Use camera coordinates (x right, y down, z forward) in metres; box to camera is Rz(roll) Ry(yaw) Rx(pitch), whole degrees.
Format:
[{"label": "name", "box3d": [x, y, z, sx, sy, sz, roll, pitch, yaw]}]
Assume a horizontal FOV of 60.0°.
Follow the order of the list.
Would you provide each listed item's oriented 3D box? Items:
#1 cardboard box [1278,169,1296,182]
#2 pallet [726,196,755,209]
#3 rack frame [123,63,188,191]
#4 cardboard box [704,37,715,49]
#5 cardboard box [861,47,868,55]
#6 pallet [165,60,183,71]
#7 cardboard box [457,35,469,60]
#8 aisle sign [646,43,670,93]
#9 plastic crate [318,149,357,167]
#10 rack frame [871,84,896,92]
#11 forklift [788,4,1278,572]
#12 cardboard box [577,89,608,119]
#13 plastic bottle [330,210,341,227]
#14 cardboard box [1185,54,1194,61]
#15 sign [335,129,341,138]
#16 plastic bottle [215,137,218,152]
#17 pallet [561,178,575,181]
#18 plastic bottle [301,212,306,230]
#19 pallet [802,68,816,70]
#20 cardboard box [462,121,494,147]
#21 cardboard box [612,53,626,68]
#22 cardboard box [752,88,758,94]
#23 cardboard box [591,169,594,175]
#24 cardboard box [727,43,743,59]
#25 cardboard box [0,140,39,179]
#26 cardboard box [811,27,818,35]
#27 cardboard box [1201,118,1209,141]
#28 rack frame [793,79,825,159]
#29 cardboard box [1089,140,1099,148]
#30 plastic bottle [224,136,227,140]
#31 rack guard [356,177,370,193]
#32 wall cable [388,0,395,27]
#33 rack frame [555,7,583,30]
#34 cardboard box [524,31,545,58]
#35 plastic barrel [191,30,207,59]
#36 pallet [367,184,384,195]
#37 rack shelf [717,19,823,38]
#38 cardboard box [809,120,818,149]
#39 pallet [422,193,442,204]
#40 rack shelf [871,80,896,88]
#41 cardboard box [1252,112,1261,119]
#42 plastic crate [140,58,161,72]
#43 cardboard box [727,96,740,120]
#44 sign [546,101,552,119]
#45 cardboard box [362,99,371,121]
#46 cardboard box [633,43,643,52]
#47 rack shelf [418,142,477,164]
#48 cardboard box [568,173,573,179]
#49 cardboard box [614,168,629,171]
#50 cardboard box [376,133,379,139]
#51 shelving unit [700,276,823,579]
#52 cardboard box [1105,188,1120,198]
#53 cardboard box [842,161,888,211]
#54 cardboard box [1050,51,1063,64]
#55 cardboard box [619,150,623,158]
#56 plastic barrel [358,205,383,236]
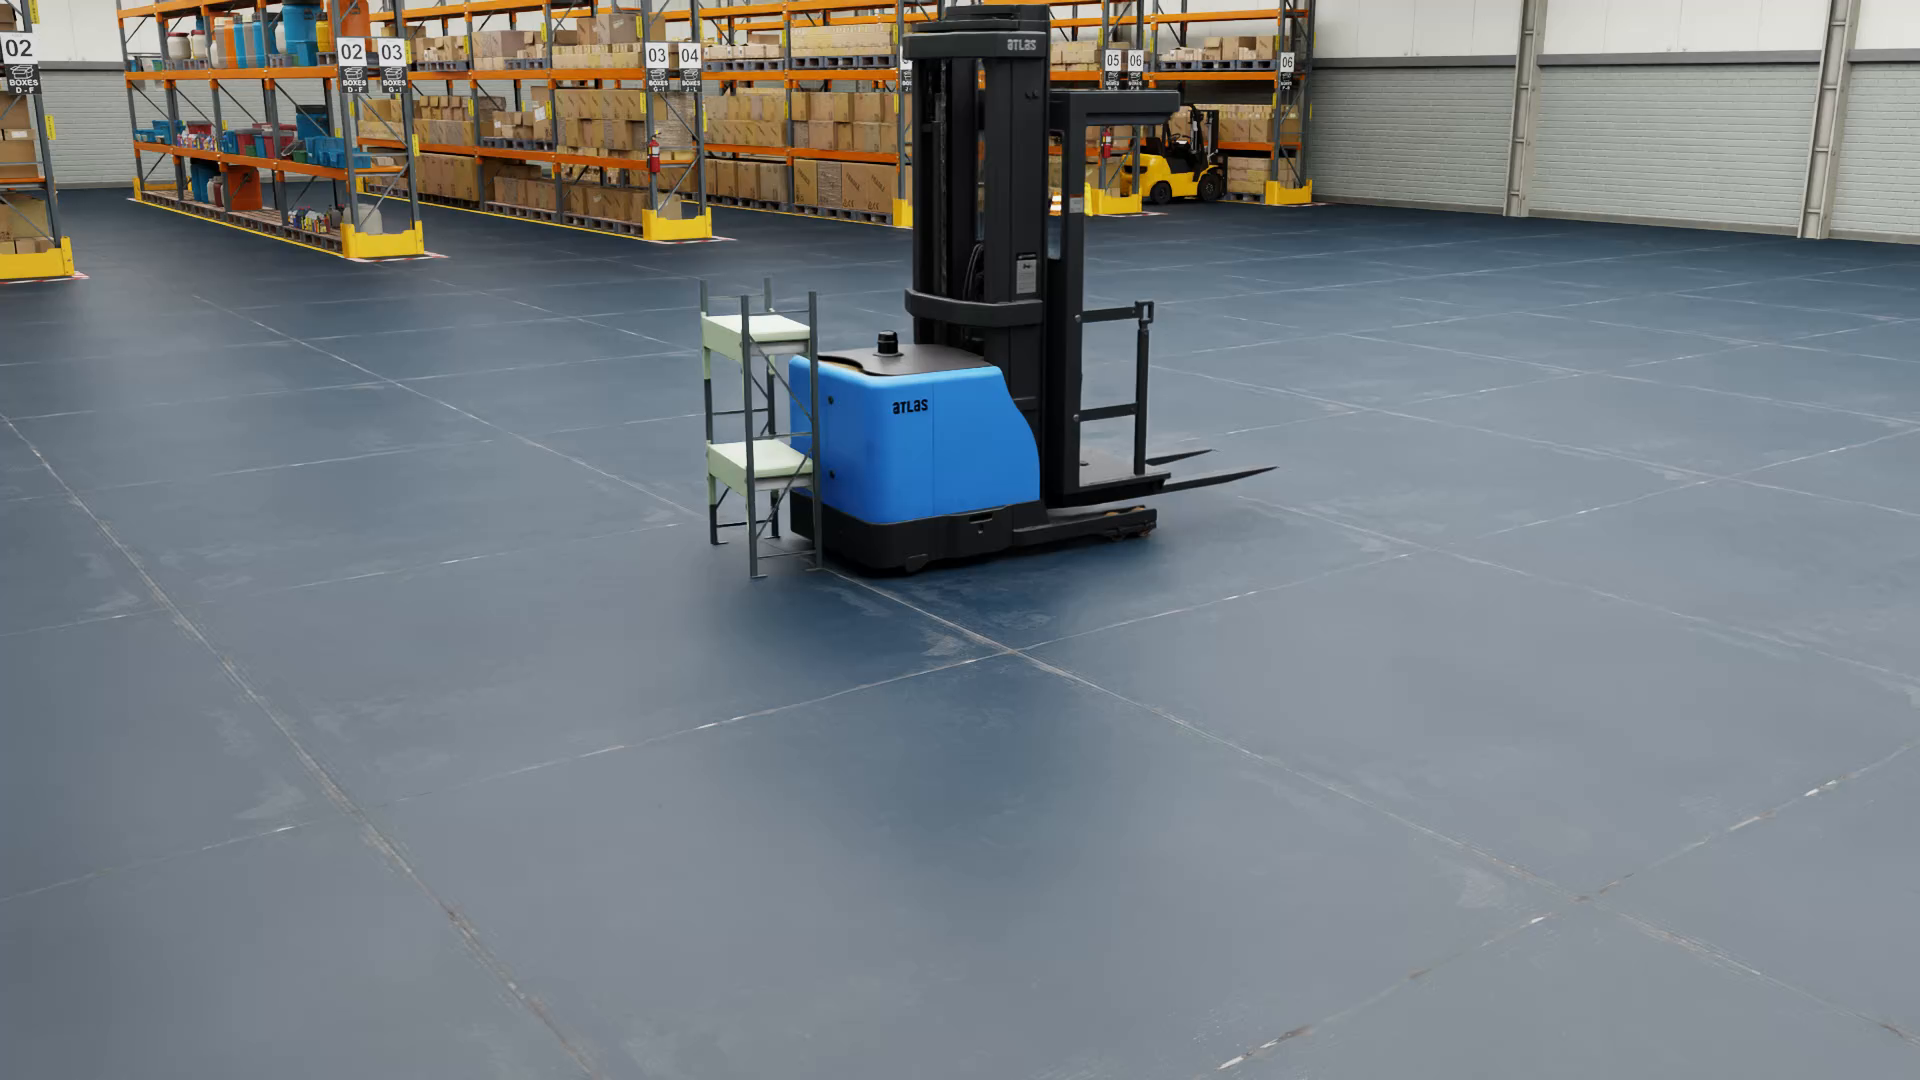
[{"label": "cardboard box", "box3d": [7.141, -8.154, 37.151, 0.500, 0.250, 0.500, -10, 18, -34]}, {"label": "pallet", "box3d": [-4.295, -7.265, 35.722, 1.003, 0.211, 1.213, -11, 19, -35]}, {"label": "rack frame", "box3d": [-18.193, -9.242, 37.661, 1.000, 3.000, 0.127, -11, 19, -35]}, {"label": "cardboard box", "box3d": [-5.729, -11.154, 37.327, 0.396, 0.266, 0.258, -11, 19, -35]}, {"label": "cardboard box", "box3d": [-1.624, -9.100, 30.951, 0.380, 0.149, 0.250, -11, 19, -34]}, {"label": "pallet", "box3d": [-15.301, -9.591, 33.613, 1.213, 0.211, 1.003, -11, 19, -35]}, {"label": "cardboard box", "box3d": [-9.900, -10.121, 34.199, 0.797, 0.503, 0.637, -10, 18, -31]}, {"label": "aisle sign", "box3d": [-4.985, -7.788, 27.425, 0.394, 0.787, 0.004, -11, 19, -35]}, {"label": "plastic crate", "box3d": [-9.699, -5.954, 25.928, 0.499, 0.251, 0.408, -11, 19, -35]}, {"label": "rack frame", "box3d": [-2.158, -12.320, 48.908, 1.000, 3.000, 0.127, -11, 19, -35]}, {"label": "forklift", "box3d": [0.543, -1.517, 9.566, 3.031, 2.935, 1.130, -10, 18, -32]}, {"label": "cardboard box", "box3d": [-6.483, -7.773, 29.648, 0.500, 0.500, 0.500, -11, 19, -35]}, {"label": "plastic bottle", "box3d": [-10.518, -5.416, 28.008, 0.152, 0.276, 0.135, -11, 19, -35]}, {"label": "cardboard box", "box3d": [5.368, -11.027, 37.992, 0.380, 0.149, 0.250, -10, 18, -33]}, {"label": "sign", "box3d": [-10.686, -6.896, 28.566, 0.100, 0.325, 0.005, -11, 19, -35]}, {"label": "plastic bottle", "box3d": [-14.072, -7.498, 31.509, 0.061, 0.283, 0.133, -11, 19, -35]}, {"label": "pallet", "box3d": [-9.621, -9.219, 42.859, 1.003, 0.211, 1.213, -11, 19, -35]}, {"label": "plastic bottle", "box3d": [-10.824, -5.263, 27.435, 0.061, 0.283, 0.133, -10, 18, -32]}, {"label": "pallet", "box3d": [-4.291, -12.275, 43.229, 1.003, 0.211, 1.213, -11, 19, -35]}, {"label": "cardboard box", "box3d": [-9.973, -8.418, 34.460, 0.500, 0.500, 0.500, -10, 18, -33]}, {"label": "cardboard box", "box3d": [-5.564, -8.138, 28.231, 0.500, 0.250, 0.500, -11, 19, -34]}, {"label": "cardboard box", "box3d": [-5.308, -11.936, 44.192, 0.380, 0.149, 0.250, -11, 19, -36]}, {"label": "cardboard box", "box3d": [-9.044, -9.248, 41.725, 0.380, 0.149, 0.250, -10, 18, -32]}, {"label": "cardboard box", "box3d": [-4.567, -10.300, 35.029, 0.500, 0.311, 0.500, -11, 19, -36]}, {"label": "cardboard box", "box3d": [-13.058, -5.207, 22.730, 0.700, 0.500, 0.500, -11, 19, -35]}, {"label": "cardboard box", "box3d": [-2.671, -9.865, 32.234, 0.380, 0.149, 0.250, -11, 19, -35]}, {"label": "cardboard box", "box3d": [5.845, -9.343, 37.842, 0.500, 0.500, 0.500, -11, 19, -34]}, {"label": "rack frame", "box3d": [-3.819, -10.695, 42.969, 1.000, 3.000, 0.127, -11, 19, -35]}, {"label": "cardboard box", "box3d": [2.844, -8.058, 33.811, 0.380, 0.149, 0.250, -10, 18, -33]}, {"label": "plastic bottle", "box3d": [-14.711, -8.004, 33.384, 0.097, 0.271, 0.097, 0, 15, 0]}, {"label": "rack guard", "box3d": [-14.201, -8.810, 40.819, 1.175, 0.500, 0.348, -11, 19, -35]}, {"label": "wall cable", "box3d": [-14.723, -16.198, 45.620, 2.277, 5.999, 0.120, -11, 19, -35]}, {"label": "rack frame", "box3d": [-10.115, -13.653, 42.412, 1.000, 3.000, 0.127, -11, 19, -35]}, {"label": "cardboard box", "box3d": [-7.882, -9.464, 31.800, 0.797, 0.503, 0.637, -10, 18, -32]}, {"label": "plastic barrel", "box3d": [-14.653, -9.604, 32.248, 0.433, 0.535, 0.433, 0, 15, 0]}, {"label": "pallet", "box3d": [-13.653, -8.507, 40.259, 1.003, 0.211, 1.213, -11, 19, -35]}, {"label": "rack shelf", "box3d": [-4.995, -13.476, 43.886, 1.077, 0.370, 4.000, -11, 19, -35]}, {"label": "cardboard box", "box3d": [-2.491, -8.078, 33.125, 0.875, 0.550, 0.550, -11, 19, -35]}, {"label": "pallet", "box3d": [-11.320, -7.659, 37.158, 1.003, 0.211, 1.213, -11, 19, -35]}, {"label": "rack shelf", "box3d": [-0.982, -12.993, 47.047, 1.077, 0.370, 4.000, -11, 19, -35]}, {"label": "cardboard box", "box3d": [6.645, -9.345, 36.620, 0.380, 0.149, 0.250, -11, 18, -34]}, {"label": "plastic crate", "box3d": [-17.139, -10.110, 35.377, 0.437, 0.282, 0.530, -11, 19, -35]}, {"label": "cardboard box", "box3d": [-4.553, -9.267, 35.669, 0.700, 0.500, 0.500, -11, 19, -35]}, {"label": "sign", "box3d": [-7.578, -7.920, 30.637, 0.100, 0.325, 0.005, -11, 19, -35]}, {"label": "cardboard box", "box3d": [-13.829, -10.192, 39.434, 0.500, 0.500, 0.500, -11, 19, -36]}, {"label": "cardboard box", "box3d": [-5.195, -8.172, 27.598, 0.380, 0.149, 0.250, -11, 19, -35]}, {"label": "rack shelf", "box3d": [-10.659, -8.383, 35.884, 1.077, 0.370, 4.000, -11, 19, -35]}, {"label": "cardboard box", "box3d": [-9.846, -9.382, 42.777, 0.380, 0.149, 0.250, -11, 19, -35]}, {"label": "cardboard box", "box3d": [-8.183, -9.055, 40.456, 0.380, 0.149, 0.250, -10, 18, -33]}, {"label": "cardboard box", "box3d": [-13.487, -9.488, 39.037, 0.380, 0.149, 0.250, -11, 19, -35]}, {"label": "shelving unit", "box3d": [-1.083, -0.630, 9.038, 0.431, 1.500, 0.755, -7, 17, -24]}, {"label": "cardboard box", "box3d": [2.986, -7.224, 34.701, 0.500, 0.250, 0.500, -11, 19, -35]}, {"label": "cardboard box", "box3d": [-1.679, -6.842, 32.123, 0.875, 0.875, 0.875, -11, 19, -35]}, {"label": "cardboard box", "box3d": [2.115, -9.935, 34.233, 0.500, 0.250, 0.500, -10, 18, -33]}, {"label": "cardboard box", "box3d": [-5.697, -6.716, 28.909, 0.380, 0.149, 0.250, -11, 19, -35]}, {"label": "plastic barrel", "box3d": [-9.234, -4.957, 25.921, 0.421, 0.512, 0.421, 0, 15, 0]}]
